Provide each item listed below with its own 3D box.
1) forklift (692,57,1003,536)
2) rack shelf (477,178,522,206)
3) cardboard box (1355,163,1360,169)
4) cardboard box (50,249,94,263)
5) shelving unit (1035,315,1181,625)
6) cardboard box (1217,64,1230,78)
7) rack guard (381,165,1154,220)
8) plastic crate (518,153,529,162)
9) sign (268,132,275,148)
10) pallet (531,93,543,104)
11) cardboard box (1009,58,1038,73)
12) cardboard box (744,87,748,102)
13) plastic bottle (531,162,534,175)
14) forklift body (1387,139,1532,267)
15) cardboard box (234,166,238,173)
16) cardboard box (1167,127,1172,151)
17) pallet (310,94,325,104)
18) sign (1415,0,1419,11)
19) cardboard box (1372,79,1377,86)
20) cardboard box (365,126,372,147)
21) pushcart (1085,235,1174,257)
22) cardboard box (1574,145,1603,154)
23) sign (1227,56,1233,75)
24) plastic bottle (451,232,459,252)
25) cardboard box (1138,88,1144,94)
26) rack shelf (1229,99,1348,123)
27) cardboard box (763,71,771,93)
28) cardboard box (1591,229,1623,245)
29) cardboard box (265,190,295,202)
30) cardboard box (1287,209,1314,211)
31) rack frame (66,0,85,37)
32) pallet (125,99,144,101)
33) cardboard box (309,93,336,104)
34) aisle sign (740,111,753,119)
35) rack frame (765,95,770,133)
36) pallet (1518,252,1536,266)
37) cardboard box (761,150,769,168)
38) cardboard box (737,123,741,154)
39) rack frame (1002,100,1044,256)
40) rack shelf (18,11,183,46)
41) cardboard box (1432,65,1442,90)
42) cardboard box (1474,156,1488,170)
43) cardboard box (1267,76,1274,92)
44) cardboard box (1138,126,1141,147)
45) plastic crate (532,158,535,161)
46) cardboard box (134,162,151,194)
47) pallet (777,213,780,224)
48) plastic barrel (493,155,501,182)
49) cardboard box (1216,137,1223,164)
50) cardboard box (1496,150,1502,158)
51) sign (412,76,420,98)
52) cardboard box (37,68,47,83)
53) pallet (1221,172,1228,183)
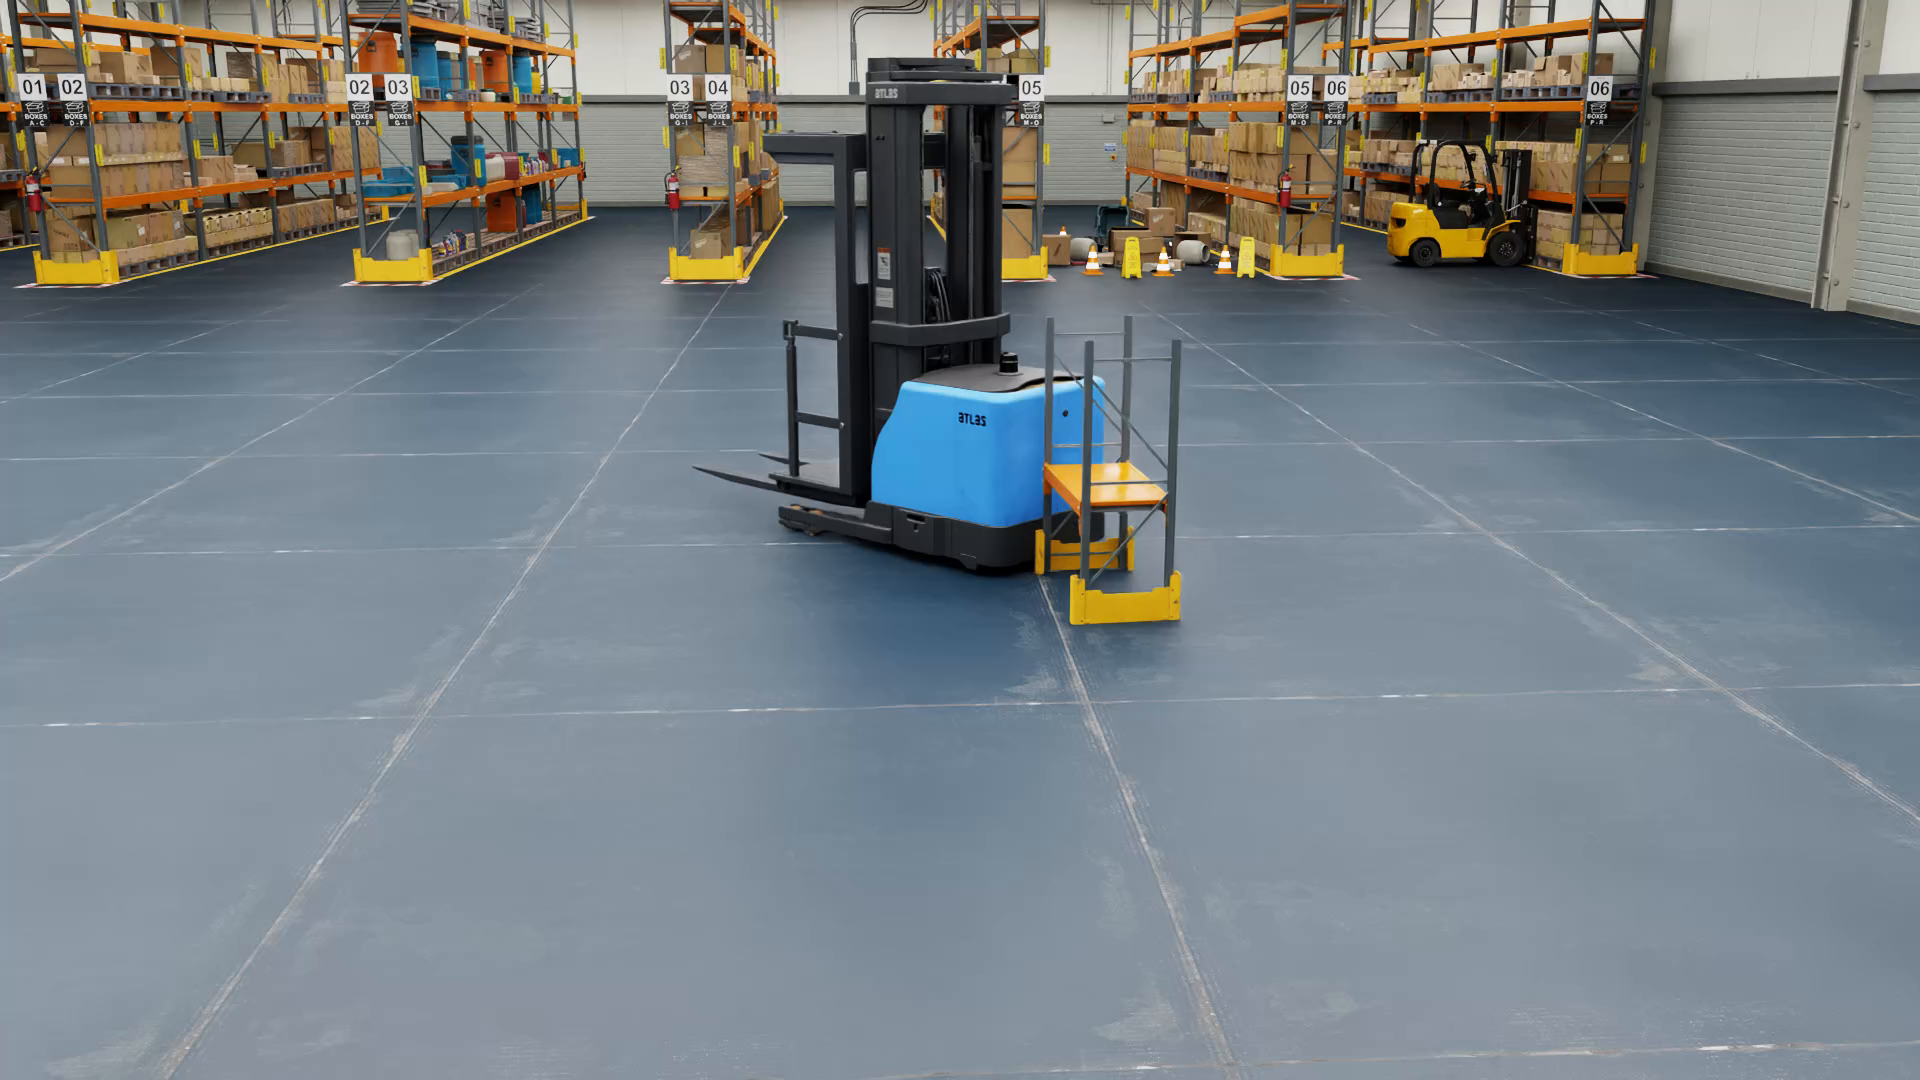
[{"bbox_3d":[-0.533,-1.531,10.594,3.031,2.935,1.121,13,19,41],"label":"forklift"},{"bbox_3d":[-9.436,-6.770,32.261,1.077,0.370,4.000,-1,14,-3],"label":"rack shelf"},{"bbox_3d":[9.671,-8.935,39.739,0.380,0.149,0.250,0,14,-2],"label":"cardboard box"},{"bbox_3d":[-14.337,-4.551,26.869,0.500,0.250,0.500,-1,14,-3],"label":"cardboard box"},{"bbox_3d":[0.807,-0.422,9.156,0.587,1.500,1.083,-2,15,-8],"label":"shelving unit"},{"bbox_3d":[5.274,-9.071,32.198,0.500,0.250,0.500,-1,14,-3],"label":"cardboard box"},{"bbox_3d":[-5.014,-8.386,40.458,20.942,1.325,4.102,-1,14,-3],"label":"rack guard"},{"bbox_3d":[-10.177,-8.742,38.397,0.392,0.384,0.575,-1,14,-3],"label":"plastic crate"},{"bbox_3d":[-13.950,-8.110,33.703,0.100,0.325,0.005,-1,14,-3],"label":"sign"},{"bbox_3d":[-9.589,-9.496,35.773,1.003,0.211,1.213,-1,14,-3],"label":"pallet"},{"bbox_3d":[1.062,-7.654,26.894,0.500,0.250,0.500,-1,14,-4],"label":"cardboard box"},{"bbox_3d":[-4.080,-7.968,29.756,0.500,0.250,0.500,0,14,-1],"label":"cardboard box"},{"bbox_3d":[-9.324,-8.096,36.208,0.061,0.283,0.133,-1,14,-3],"label":"plastic bottle"},{"bbox_3d":[8.786,-5.965,29.394,2.313,2.155,1.214,-1,14,-3],"label":"forklift body"},{"bbox_3d":[-14.642,-7.271,32.946,0.500,0.311,0.500,-1,14,-4],"label":"cardboard box"},{"bbox_3d":[4.893,-8.879,36.809,0.500,0.500,0.500,-1,14,-4],"label":"cardboard box"},{"bbox_3d":[-14.782,-9.733,36.693,1.213,0.211,1.003,-1,14,-3],"label":"pallet"},{"bbox_3d":[10.534,-12.362,38.320,0.100,0.325,0.005,-1,14,-3],"label":"sign"},{"bbox_3d":[9.622,-10.434,37.904,0.380,0.149,0.250,-1,14,-4],"label":"cardboard box"},{"bbox_3d":[-14.666,-9.830,40.505,0.500,0.500,0.500,0,14,-2],"label":"cardboard box"},{"bbox_3d":[3.250,-5.533,31.272,1.648,0.377,0.936,-6,16,-23],"label":"pushcart"},{"bbox_3d":[10.491,-6.525,27.768,0.380,0.149,0.250,-1,14,-3],"label":"cardboard box"},{"bbox_3d":[4.968,-8.734,30.606,0.100,0.325,0.005,-1,14,-3],"label":"sign"},{"bbox_3d":[-8.953,-5.267,29.411,0.144,0.351,0.185,-1,14,-4],"label":"plastic bottle"},{"bbox_3d":[4.617,-11.143,41.257,0.380,0.149,0.250,0,14,-1],"label":"cardboard box"},{"bbox_3d":[5.646,-7.457,28.913,1.077,0.370,4.000,-1,14,-3],"label":"rack shelf"},{"bbox_3d":[-4.892,-10.899,39.604,0.700,0.500,0.500,0,14,-1],"label":"cardboard box"},{"bbox_3d":[10.902,-5.167,28.260,0.500,0.250,0.500,-1,14,-2],"label":"cardboard box"},{"bbox_3d":[-14.903,-7.528,36.392,0.500,0.250,0.500,-1,14,-3],"label":"cardboard box"},{"bbox_3d":[5.934,-5.556,29.270,0.500,0.500,0.500,-1,14,-2],"label":"cardboard box"},{"bbox_3d":[-19.693,-11.363,36.629,0.949,2.616,0.053,-1,14,-3],"label":"rack frame"},{"bbox_3d":[-19.809,-10.373,38.982,1.003,0.211,1.213,-1,14,-3],"label":"pallet"},{"bbox_3d":[-14.535,-10.040,37.807,0.500,0.250,0.500,-1,14,-3],"label":"cardboard box"},{"bbox_3d":[-5.416,-10.954,41.862,0.394,0.787,0.004,-1,14,-3],"label":"aisle sign"},{"bbox_3d":[-4.864,-8.687,38.268,1.000,3.000,0.127,-1,14,-3],"label":"rack frame"},{"bbox_3d":[10.562,-5.075,29.826,1.003,0.211,1.213,-1,14,-3],"label":"pallet"},{"bbox_3d":[-4.500,-8.370,36.837,0.500,0.500,0.500,-1,14,-4],"label":"cardboard box"},{"bbox_3d":[-3.907,-6.644,27.527,0.500,0.500,0.500,-1,14,-3],"label":"cardboard box"},{"bbox_3d":[0.836,-5.754,26.869,1.000,3.000,0.127,-1,14,-3],"label":"rack frame"},{"bbox_3d":[-14.132,-8.411,27.404,1.077,0.370,4.000,-1,14,-3],"label":"rack shelf"},{"bbox_3d":[10.030,-9.491,34.132,0.500,0.500,0.500,-1,14,-3],"label":"cardboard box"},{"bbox_3d":[10.191,-7.215,31.847,0.500,0.250,0.500,-1,14,-5],"label":"cardboard box"},{"bbox_3d":[5.453,-7.628,27.837,0.500,0.250,0.500,-1,14,-4],"label":"cardboard box"},{"bbox_3d":[4.635,-9.863,40.633,0.500,0.500,0.500,-1,14,-3],"label":"cardboard box"},{"bbox_3d":[-10.269,-9.084,40.030,0.416,0.233,0.300,-1,14,-3],"label":"plastic crate"},{"bbox_3d":[-14.123,-6.100,28.014,0.700,0.500,0.500,0,14,-2],"label":"cardboard box"},{"bbox_3d":[-4.912,-7.831,40.538,1.003,0.211,1.213,-1,14,-3],"label":"pallet"},{"bbox_3d":[-9.257,-7.312,32.702,0.421,0.512,0.421,0,14,0],"label":"plastic barrel"},{"bbox_3d":[5.233,-7.481,31.940,0.500,0.500,0.500,-1,14,-3],"label":"cardboard box"},{"bbox_3d":[10.233,-7.207,31.015,0.380,0.149,0.250,-1,14,-4],"label":"cardboard box"},{"bbox_3d":[-8.515,-7.090,26.026,0.100,0.325,0.005,-1,14,-3],"label":"sign"},{"bbox_3d":[-19.685,-9.688,35.056,0.700,0.500,0.500,-1,14,-3],"label":"cardboard box"},{"bbox_3d":[5.620,-6.950,31.902,1.003,0.211,1.213,-1,14,-3],"label":"pallet"}]
